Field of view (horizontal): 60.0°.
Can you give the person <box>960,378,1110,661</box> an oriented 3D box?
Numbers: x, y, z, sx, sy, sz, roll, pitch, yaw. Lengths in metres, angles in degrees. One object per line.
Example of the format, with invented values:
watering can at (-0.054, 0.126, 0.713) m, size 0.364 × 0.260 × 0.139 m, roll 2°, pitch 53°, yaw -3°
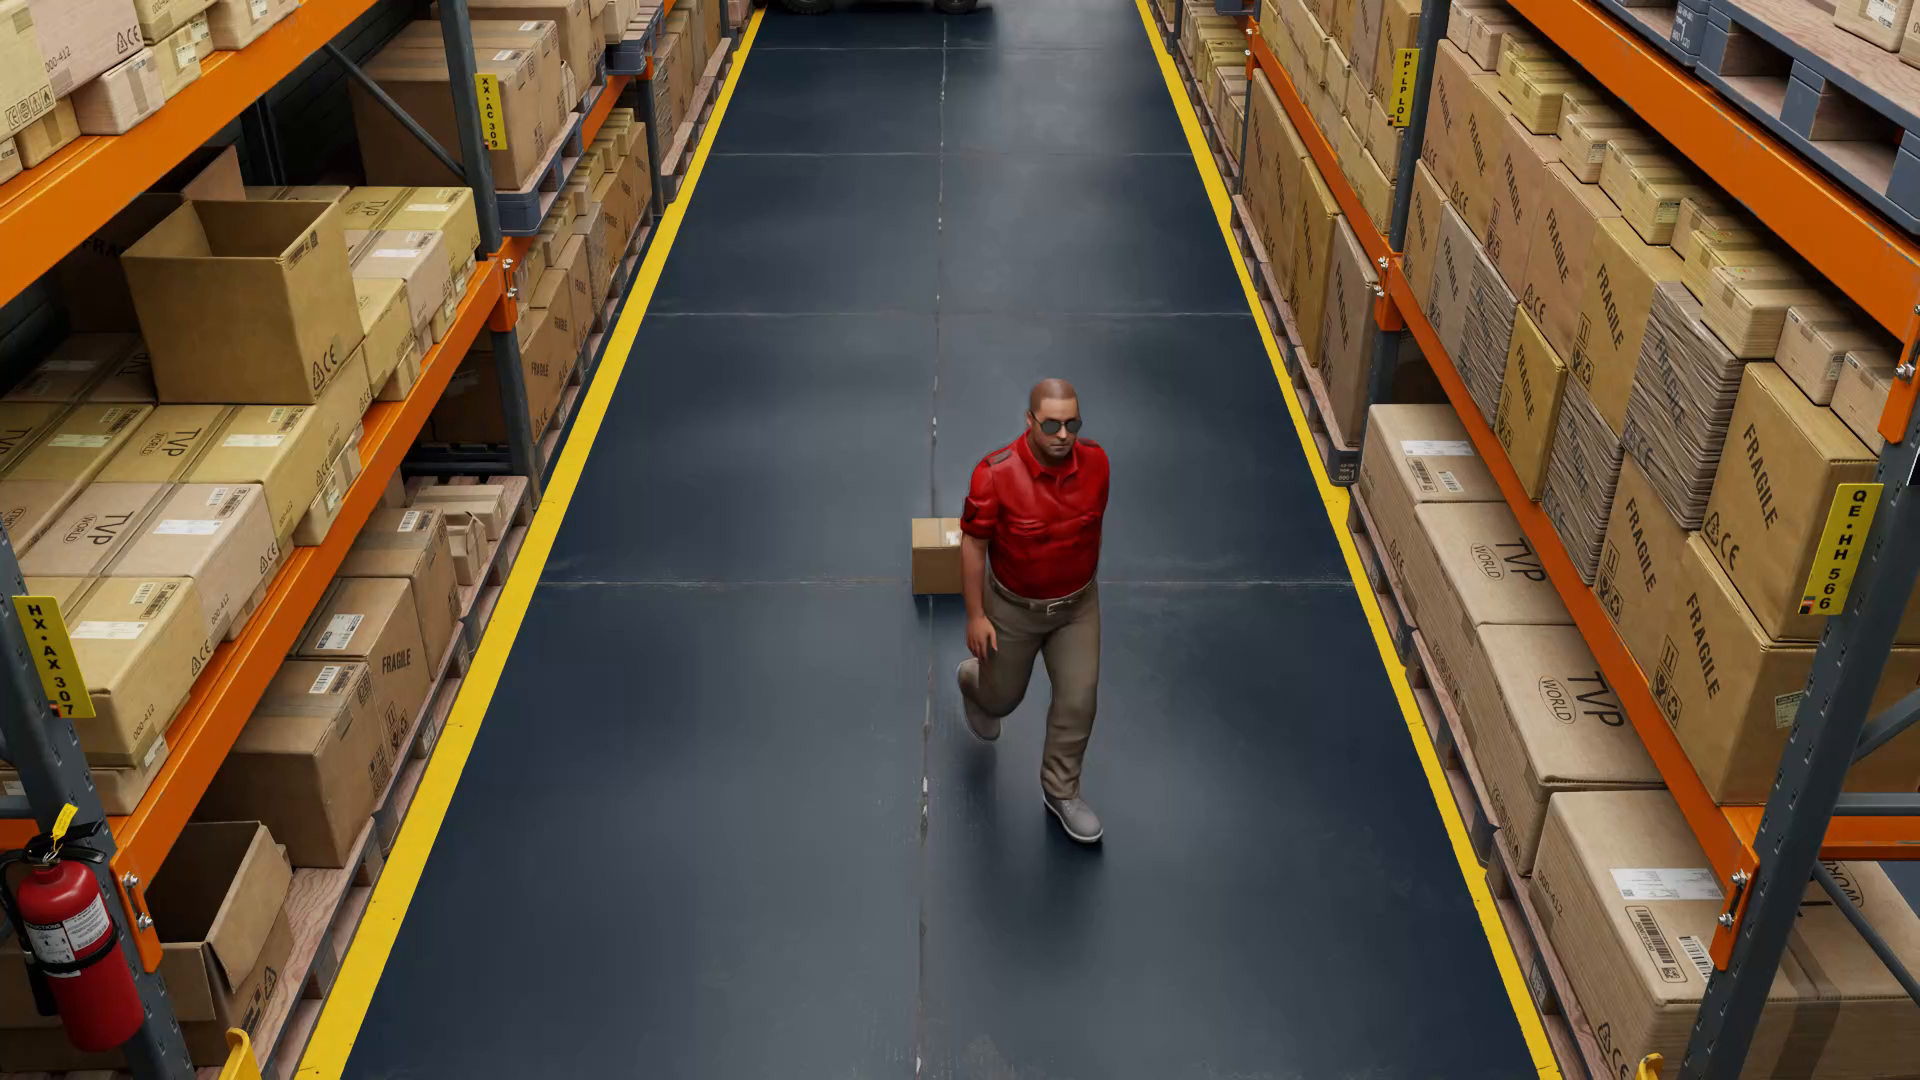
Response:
person at (0.272, -0.047, 5.593) m, size 0.550 × 1.045 × 0.322 m, roll -11°, pitch 33°, yaw -18°
